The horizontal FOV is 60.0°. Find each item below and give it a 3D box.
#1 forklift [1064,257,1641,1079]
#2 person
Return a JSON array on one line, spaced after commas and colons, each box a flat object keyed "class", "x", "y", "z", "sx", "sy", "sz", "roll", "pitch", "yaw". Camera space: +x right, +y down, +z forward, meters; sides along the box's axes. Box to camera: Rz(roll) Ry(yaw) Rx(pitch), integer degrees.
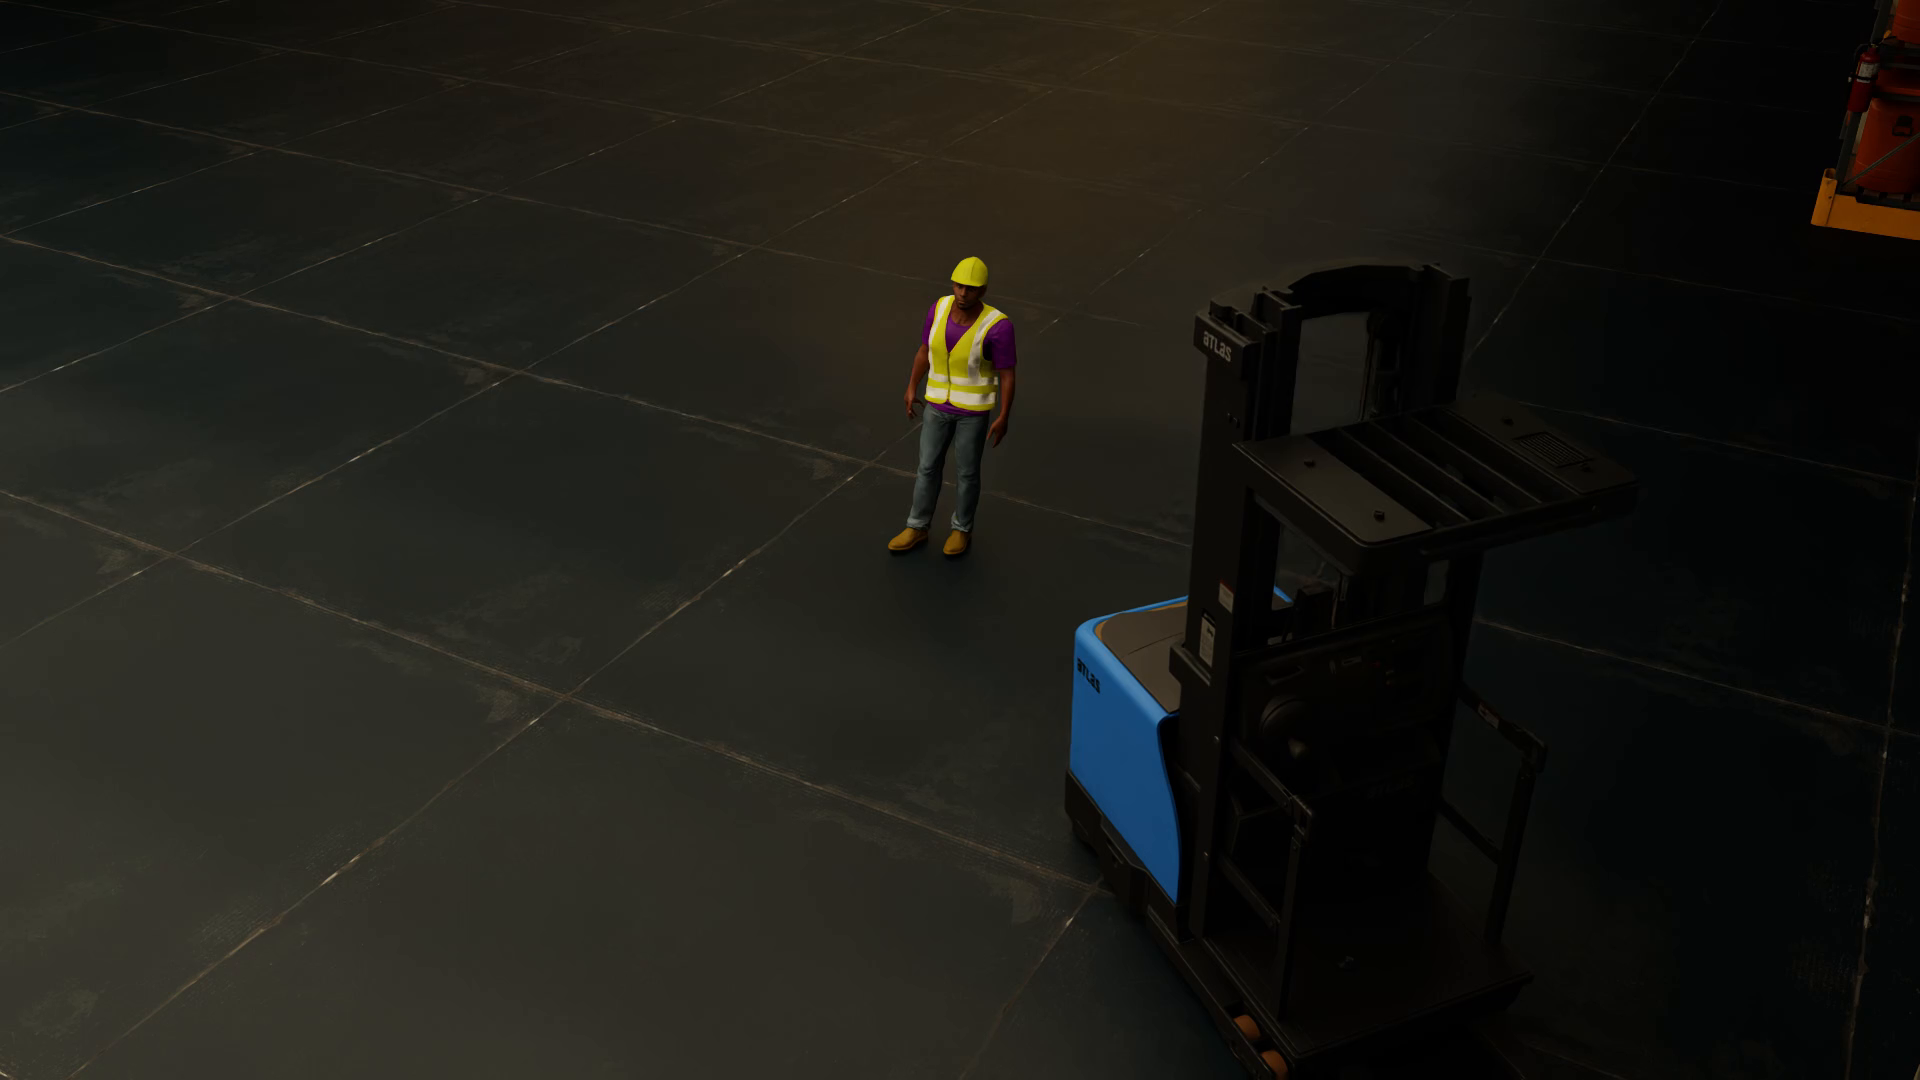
[{"class": "forklift", "x": 1.532, "y": 0.598, "z": 6.035, "sx": 1.130, "sy": 2.935, "sz": 3.031, "roll": -12, "pitch": 32, "yaw": -20}, {"class": "person", "x": -0.039, "y": -0.742, "z": 9.507, "sx": 0.665, "sy": 1.768, "sz": 0.575, "roll": 15, "pitch": 33, "yaw": 25}]
